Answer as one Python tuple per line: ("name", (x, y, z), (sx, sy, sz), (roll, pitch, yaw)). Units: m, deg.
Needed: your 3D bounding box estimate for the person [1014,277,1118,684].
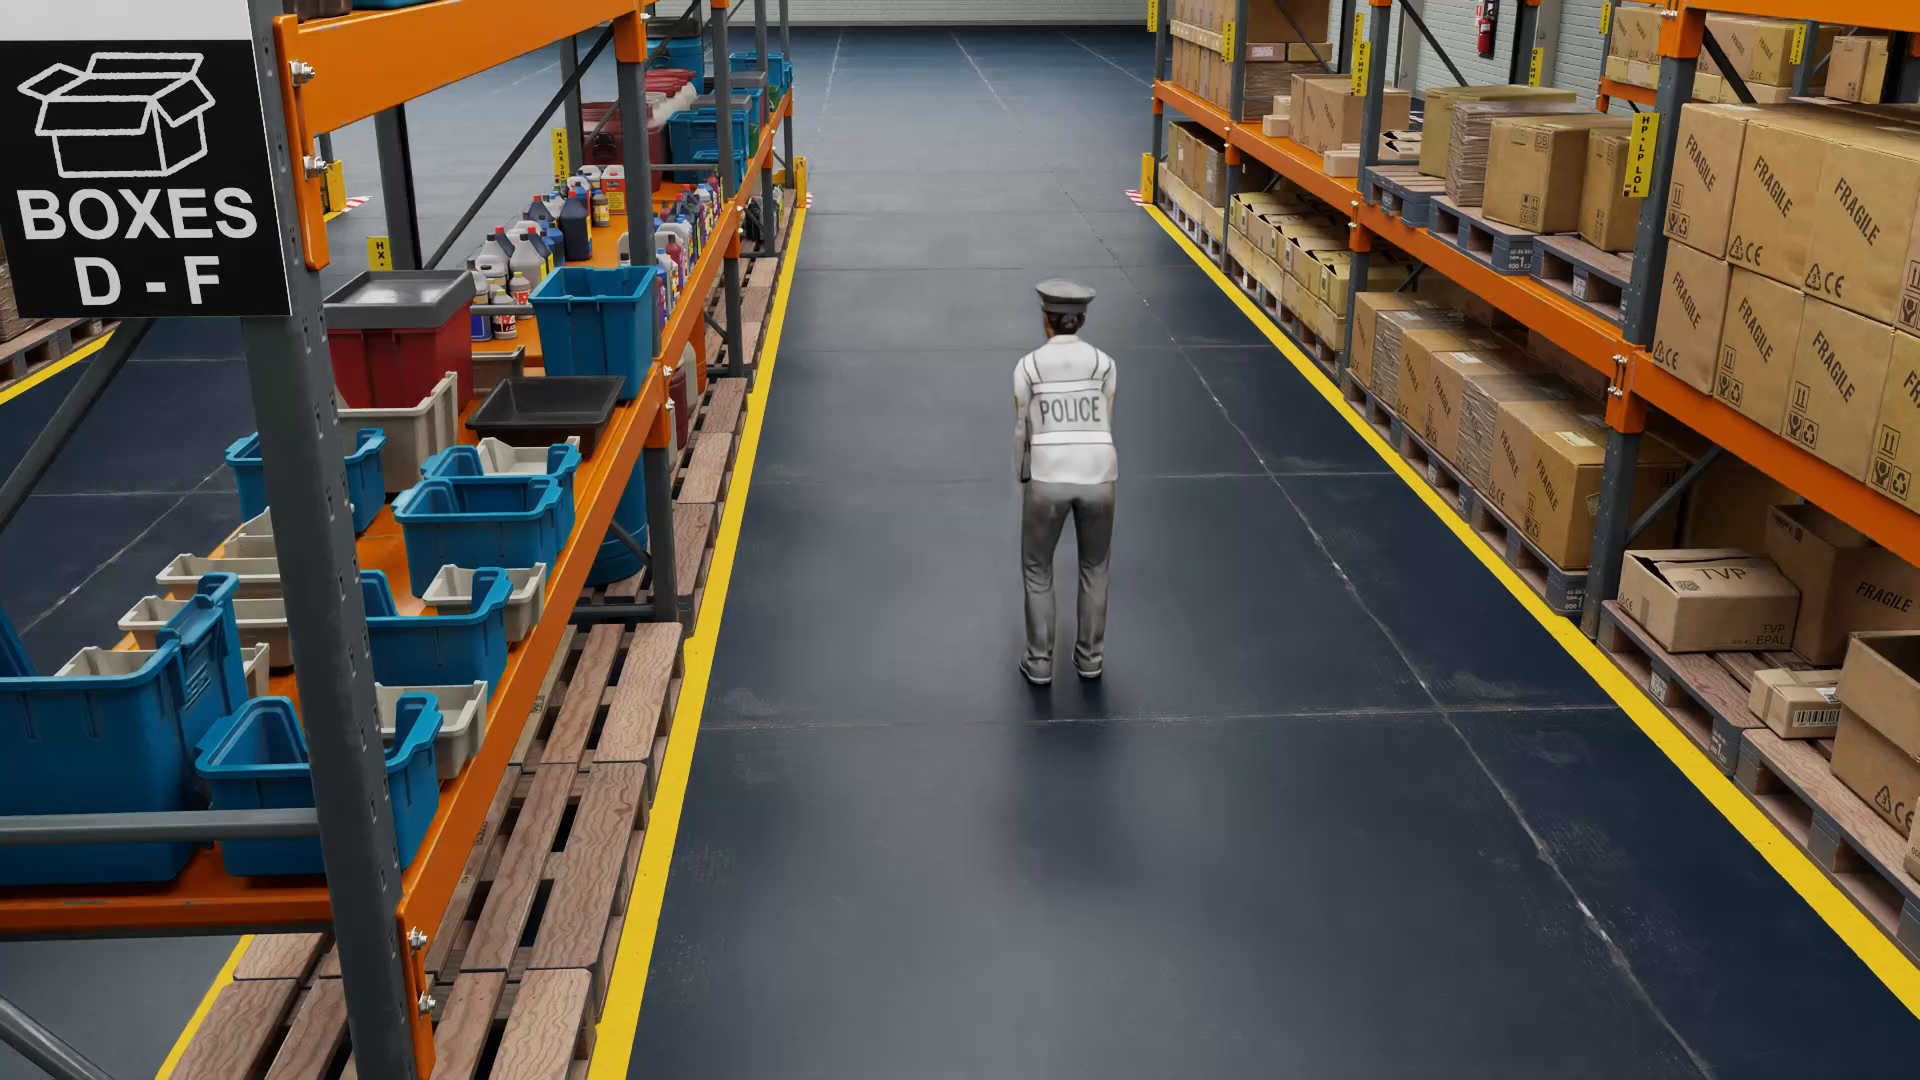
("person", (0.418, -0.227, 6.744), (0.412, 1.630, 0.560), (-1, 21, -4))
